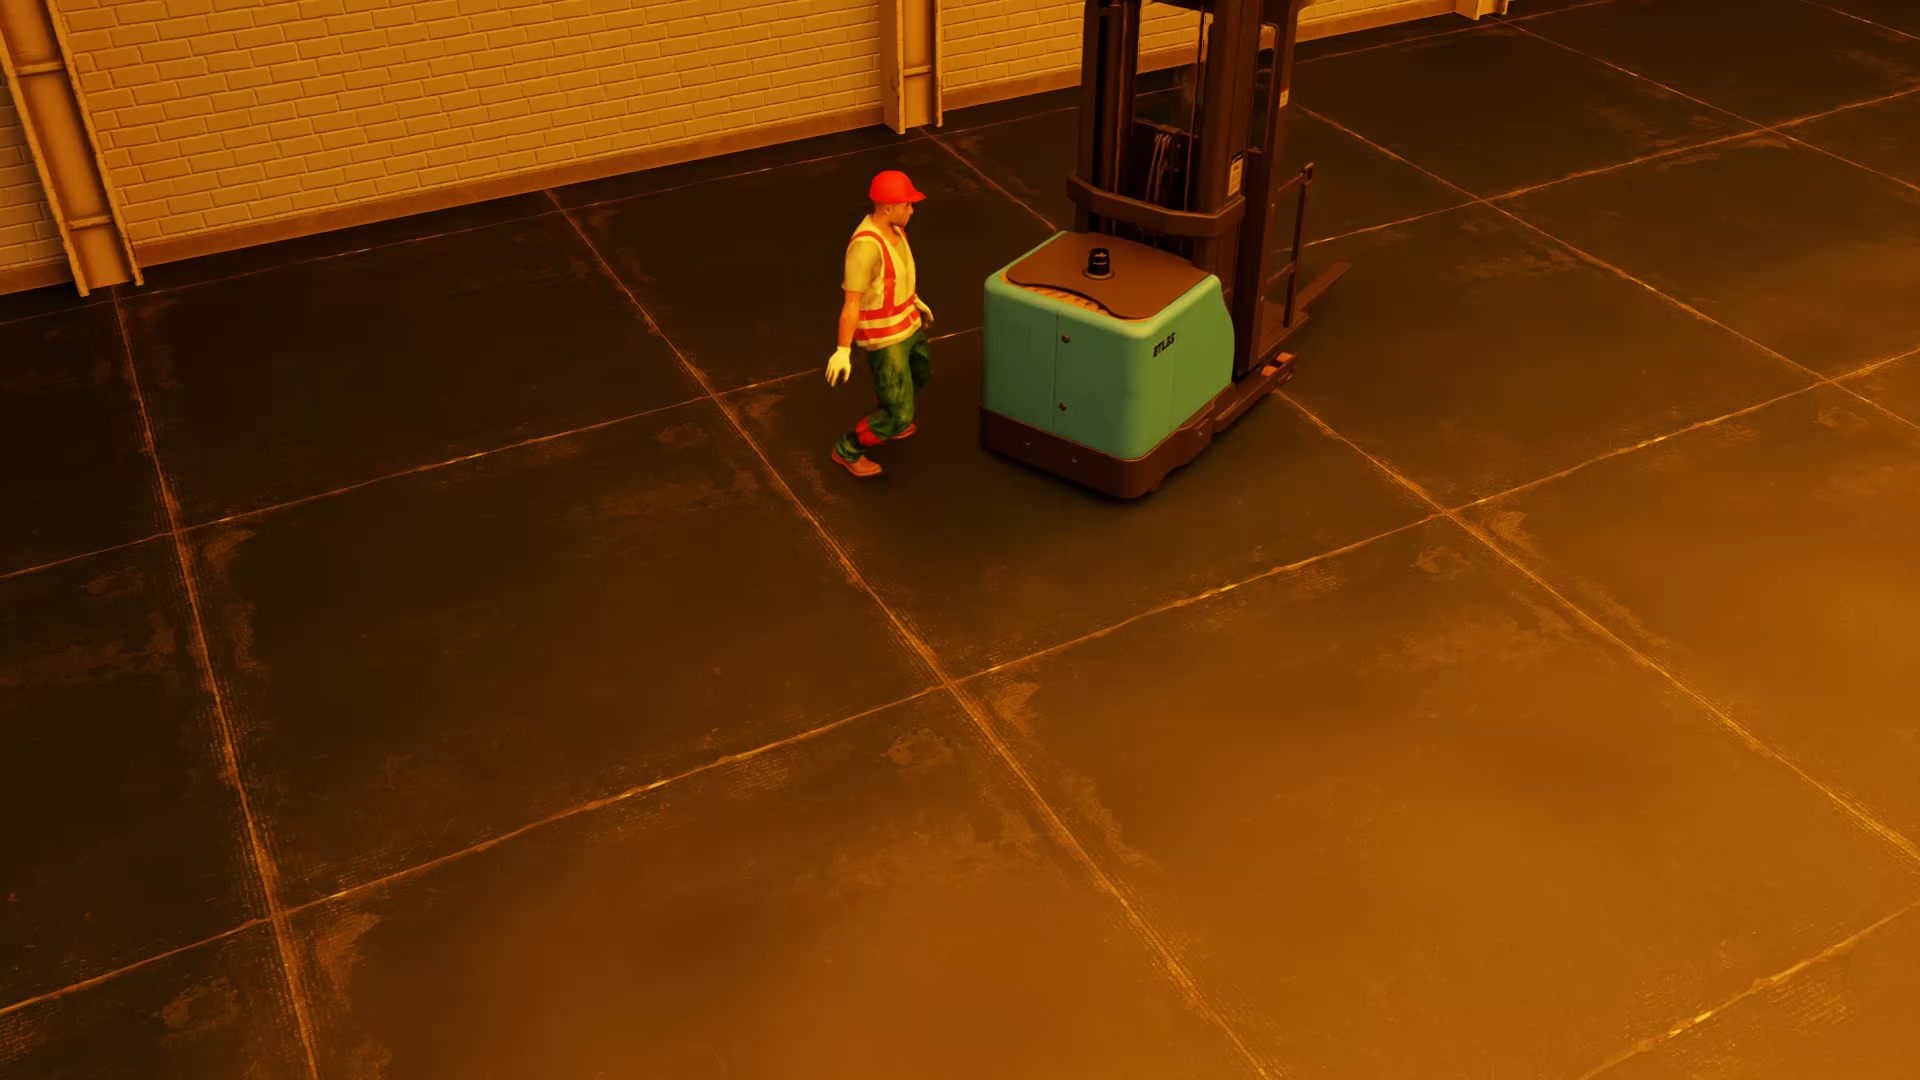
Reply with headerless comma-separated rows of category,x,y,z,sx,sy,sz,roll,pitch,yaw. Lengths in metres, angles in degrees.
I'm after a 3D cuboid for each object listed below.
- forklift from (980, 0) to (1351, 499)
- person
forklift,1.383,-2.216,9.259,1.130,2.935,3.031,23,41,29
person,-0.410,-1.103,8.763,0.490,1.692,0.923,12,37,17
